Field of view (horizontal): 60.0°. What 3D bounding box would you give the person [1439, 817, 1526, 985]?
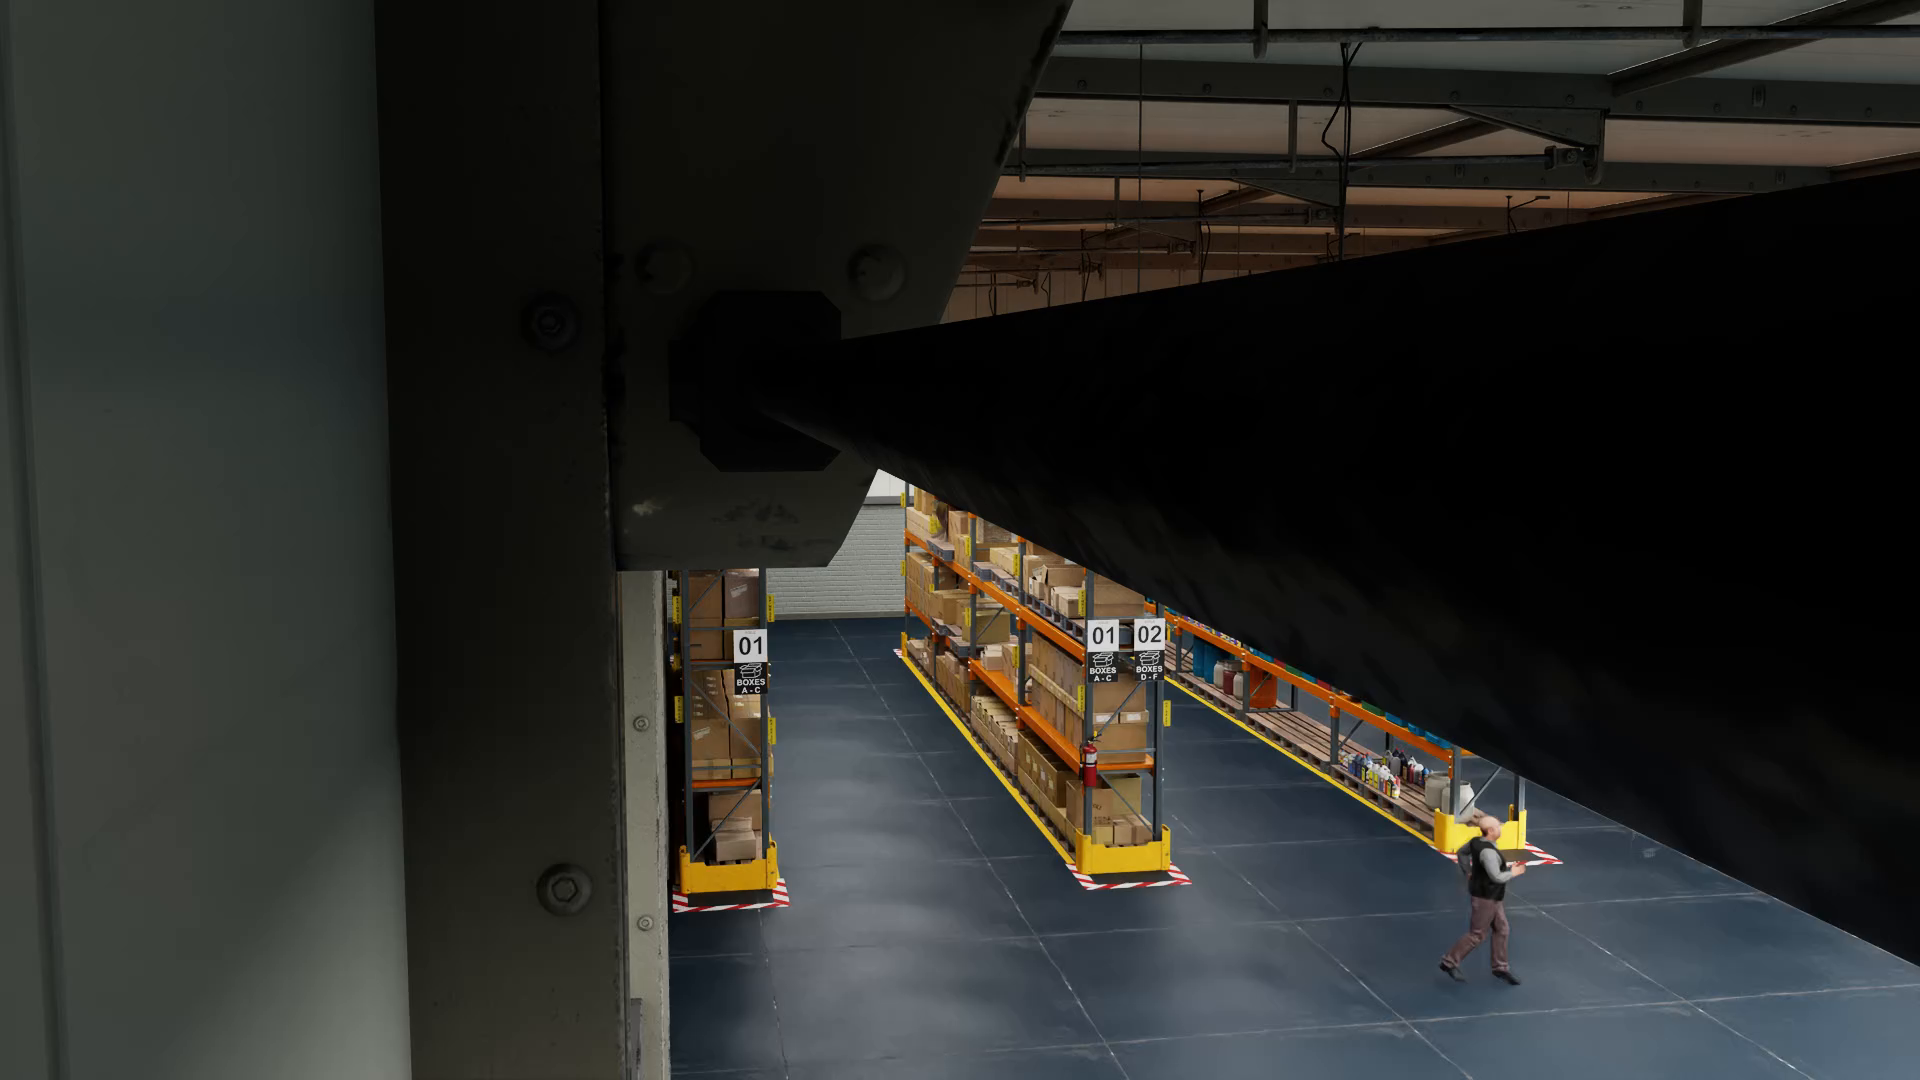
[{"bbox_3d":[5.347,3.701,17.019,0.829,1.777,0.657,1,6,11],"label":"person"}]
